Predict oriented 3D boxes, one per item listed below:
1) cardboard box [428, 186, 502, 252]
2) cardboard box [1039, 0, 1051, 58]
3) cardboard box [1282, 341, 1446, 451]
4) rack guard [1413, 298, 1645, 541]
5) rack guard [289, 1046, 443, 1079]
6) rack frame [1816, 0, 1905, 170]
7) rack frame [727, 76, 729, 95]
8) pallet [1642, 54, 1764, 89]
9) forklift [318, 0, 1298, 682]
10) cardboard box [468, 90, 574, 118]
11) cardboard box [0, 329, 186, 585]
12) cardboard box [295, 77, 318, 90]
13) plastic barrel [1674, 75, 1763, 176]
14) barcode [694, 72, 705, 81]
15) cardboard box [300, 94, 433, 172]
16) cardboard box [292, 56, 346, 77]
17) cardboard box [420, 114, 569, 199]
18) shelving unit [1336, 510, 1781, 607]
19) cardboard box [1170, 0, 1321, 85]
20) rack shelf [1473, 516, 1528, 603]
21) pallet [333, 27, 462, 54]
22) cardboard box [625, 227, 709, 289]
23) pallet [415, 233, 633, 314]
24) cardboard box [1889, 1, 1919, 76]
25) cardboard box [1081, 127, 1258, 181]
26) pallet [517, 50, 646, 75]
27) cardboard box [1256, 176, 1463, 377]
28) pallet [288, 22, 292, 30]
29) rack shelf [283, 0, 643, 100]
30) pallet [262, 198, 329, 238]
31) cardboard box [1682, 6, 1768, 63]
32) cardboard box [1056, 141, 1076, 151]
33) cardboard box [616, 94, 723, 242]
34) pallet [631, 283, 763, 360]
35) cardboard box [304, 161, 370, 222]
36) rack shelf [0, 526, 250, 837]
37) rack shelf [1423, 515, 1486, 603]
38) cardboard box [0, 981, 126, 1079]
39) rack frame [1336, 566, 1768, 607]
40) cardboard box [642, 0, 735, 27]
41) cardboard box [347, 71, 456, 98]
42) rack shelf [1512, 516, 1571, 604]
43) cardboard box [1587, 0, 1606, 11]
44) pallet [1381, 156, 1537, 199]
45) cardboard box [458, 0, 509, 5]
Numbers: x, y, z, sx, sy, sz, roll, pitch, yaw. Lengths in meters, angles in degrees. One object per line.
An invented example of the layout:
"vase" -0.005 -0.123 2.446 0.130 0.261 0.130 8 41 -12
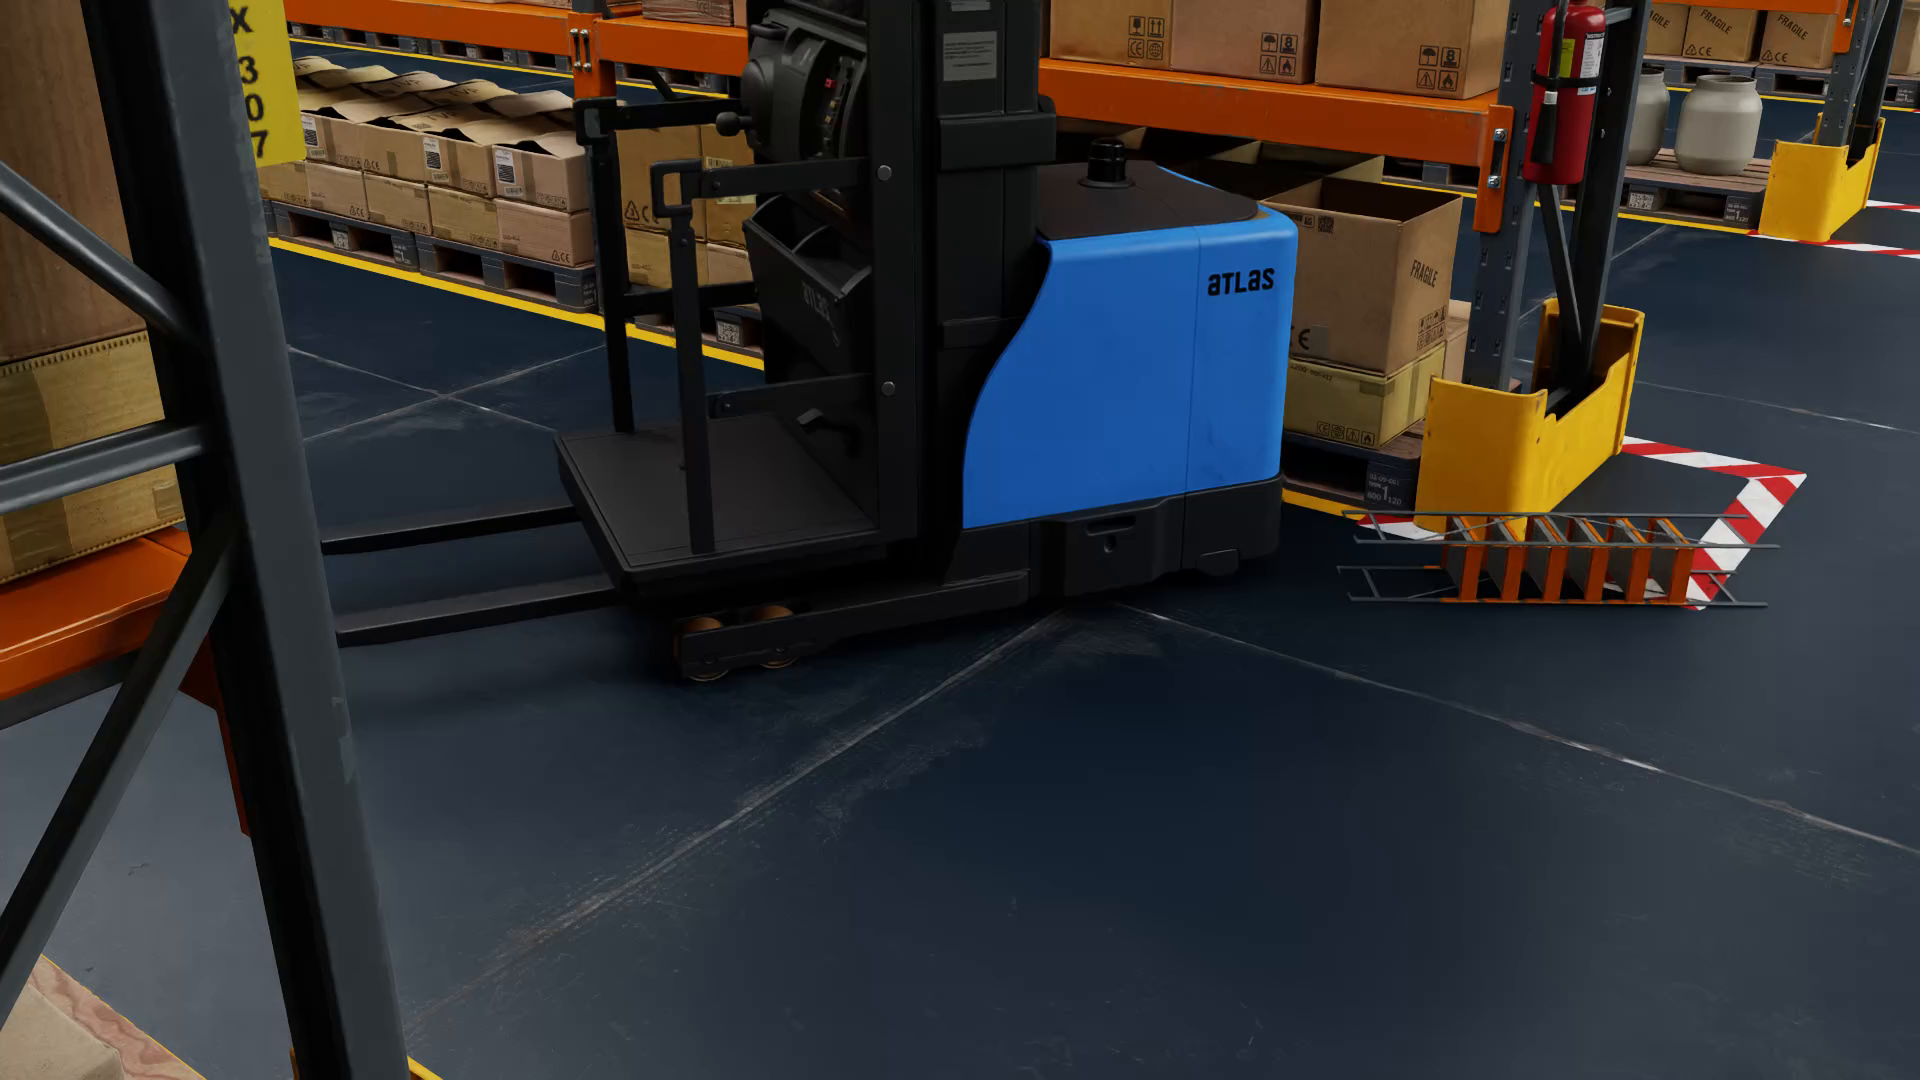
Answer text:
"cardboard box" -2.203 -1.603 8.058 0.500 0.250 0.500 16 29 33
"cardboard box" 0.301 -2.109 6.192 0.500 0.500 0.700 18 29 35
"cardboard box" 1.301 -0.541 5.646 0.500 0.250 0.500 17 29 33
"rack guard" 1.927 -0.423 5.590 0.348 0.500 1.175 17 29 33
"rack guard" -1.121 1.152 2.015 0.348 0.500 1.175 17 29 33
"rack frame" 4.881 -3.170 8.724 0.127 3.000 1.000 17 29 33
"rack frame" -1.521 -5.104 13.114 0.127 3.000 1.000 17 29 33
"pallet" 6.190 -4.013 14.096 1.213 0.211 1.003 17 29 33
"forklift" -0.605 -1.208 4.356 3.031 2.935 1.130 -9 25 -20
"cardboard box" -2.287 -2.158 8.622 0.500 0.311 0.500 16 28 32
"cardboard box" -1.261 -0.134 1.996 0.500 0.250 0.500 16 28 32
"cardboard box" -3.826 -2.352 9.061 0.500 0.311 0.500 16 28 32
"plastic barrel" 4.309 -2.358 9.446 0.421 0.512 0.421 0 24 0
"barcode" -1.248 -2.233 7.961 0.075 0.075 0.001 17 29 33
"cardboard box" -3.007 -2.104 8.498 0.500 0.311 0.500 16 29 33
"cardboard box" -3.927 -2.650 9.739 0.500 0.311 0.500 18 29 35
"cardboard box" -2.210 -1.860 7.944 0.500 0.311 0.500 18 29 35
"shelving unit" 1.739 0.052 4.892 1.200 0.189 0.258 1 24 2
"cardboard box" 1.118 -1.861 5.629 0.500 0.500 0.700 18 29 35
"rack shelf" 1.574 0.050 4.897 0.103 0.180 0.258 1 24 2
"pallet" -5.333 -4.961 16.247 1.213 0.211 1.003 17 29 33
"cardboard box" -1.104 -1.264 7.287 0.500 0.250 0.500 17 29 33
"pallet" -1.906 -1.429 8.232 1.213 0.211 1.003 17 29 33
"cardboard box" 7.362 -3.972 13.125 0.500 0.500 0.500 -20 31 -38
"cardboard box" 0.803 -1.288 6.412 0.500 0.500 0.500 17 29 33
"pallet" -3.148 -4.301 14.749 1.213 0.211 1.003 17 29 33
"cardboard box" 1.300 -0.883 5.494 0.500 0.500 0.500 17 29 33
"pallet" -7.285 -5.551 17.586 1.213 0.211 1.003 17 29 33
"rack shelf" -2.894 -2.694 8.537 4.000 0.370 1.077 17 29 33
"pallet" -3.859 -2.019 9.571 1.213 0.211 1.003 17 29 33
"cardboard box" 6.373 -4.263 13.785 0.500 0.500 0.500 20 31 38
"cardboard box" 0.091 -1.242 6.307 0.500 0.500 0.500 17 29 33
"cardboard box" -1.110 -1.604 7.129 0.500 0.500 0.500 17 29 33
"pallet" -0.682 -1.058 7.389 1.213 0.211 1.003 17 29 33
"cardboard box" -3.019 -1.850 8.619 0.500 0.250 0.500 18 29 34
"rack shelf" -2.661 -0.128 2.712 4.000 0.370 1.077 17 29 33
"rack shelf" 1.454 0.048 4.900 0.103 0.180 0.258 1 24 2
"cardboard box" -1.560 0.859 2.368 0.500 0.311 0.500 13 27 27
"rack frame" 1.739 0.136 4.929 1.200 0.006 0.240 1 24 2
"cardboard box" -0.935 -2.480 7.035 0.500 0.500 0.700 16 28 32
"cardboard box" -3.105 -2.404 9.179 0.500 0.311 0.500 17 29 33
"rack shelf" 1.694 0.051 4.893 0.103 0.180 0.258 1 24 2
"cardboard box" 5.410 -4.538 14.408 0.500 0.500 0.500 -16 28 -31
"pallet" 3.173 -2.390 10.413 1.213 0.211 1.003 17 29 33
"cardboard box" -2.107 -2.632 7.669 0.258 0.266 0.396 16 28 32
